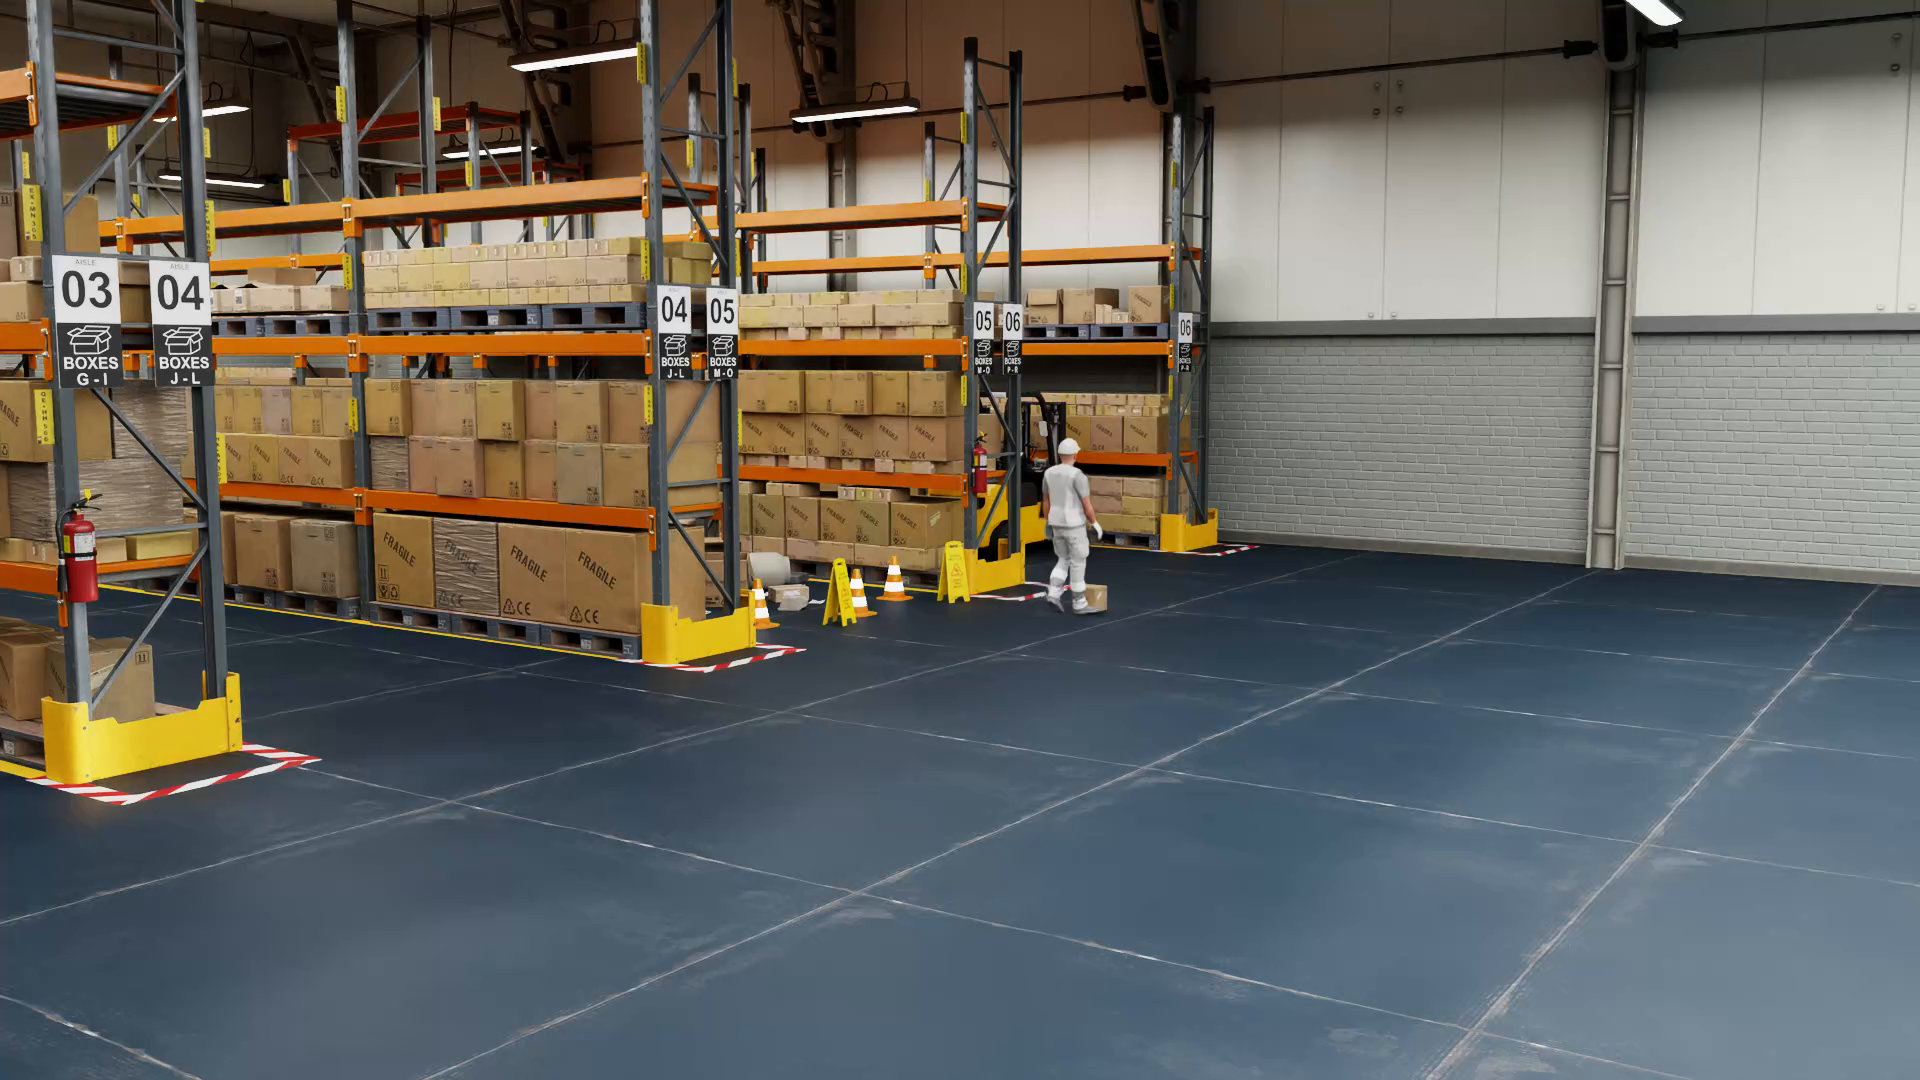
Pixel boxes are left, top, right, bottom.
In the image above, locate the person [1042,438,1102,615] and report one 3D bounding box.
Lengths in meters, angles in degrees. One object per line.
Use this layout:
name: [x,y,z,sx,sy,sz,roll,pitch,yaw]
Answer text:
person: [1.144,-0.135,16.766,0.604,1.795,0.540,6,8,43]
